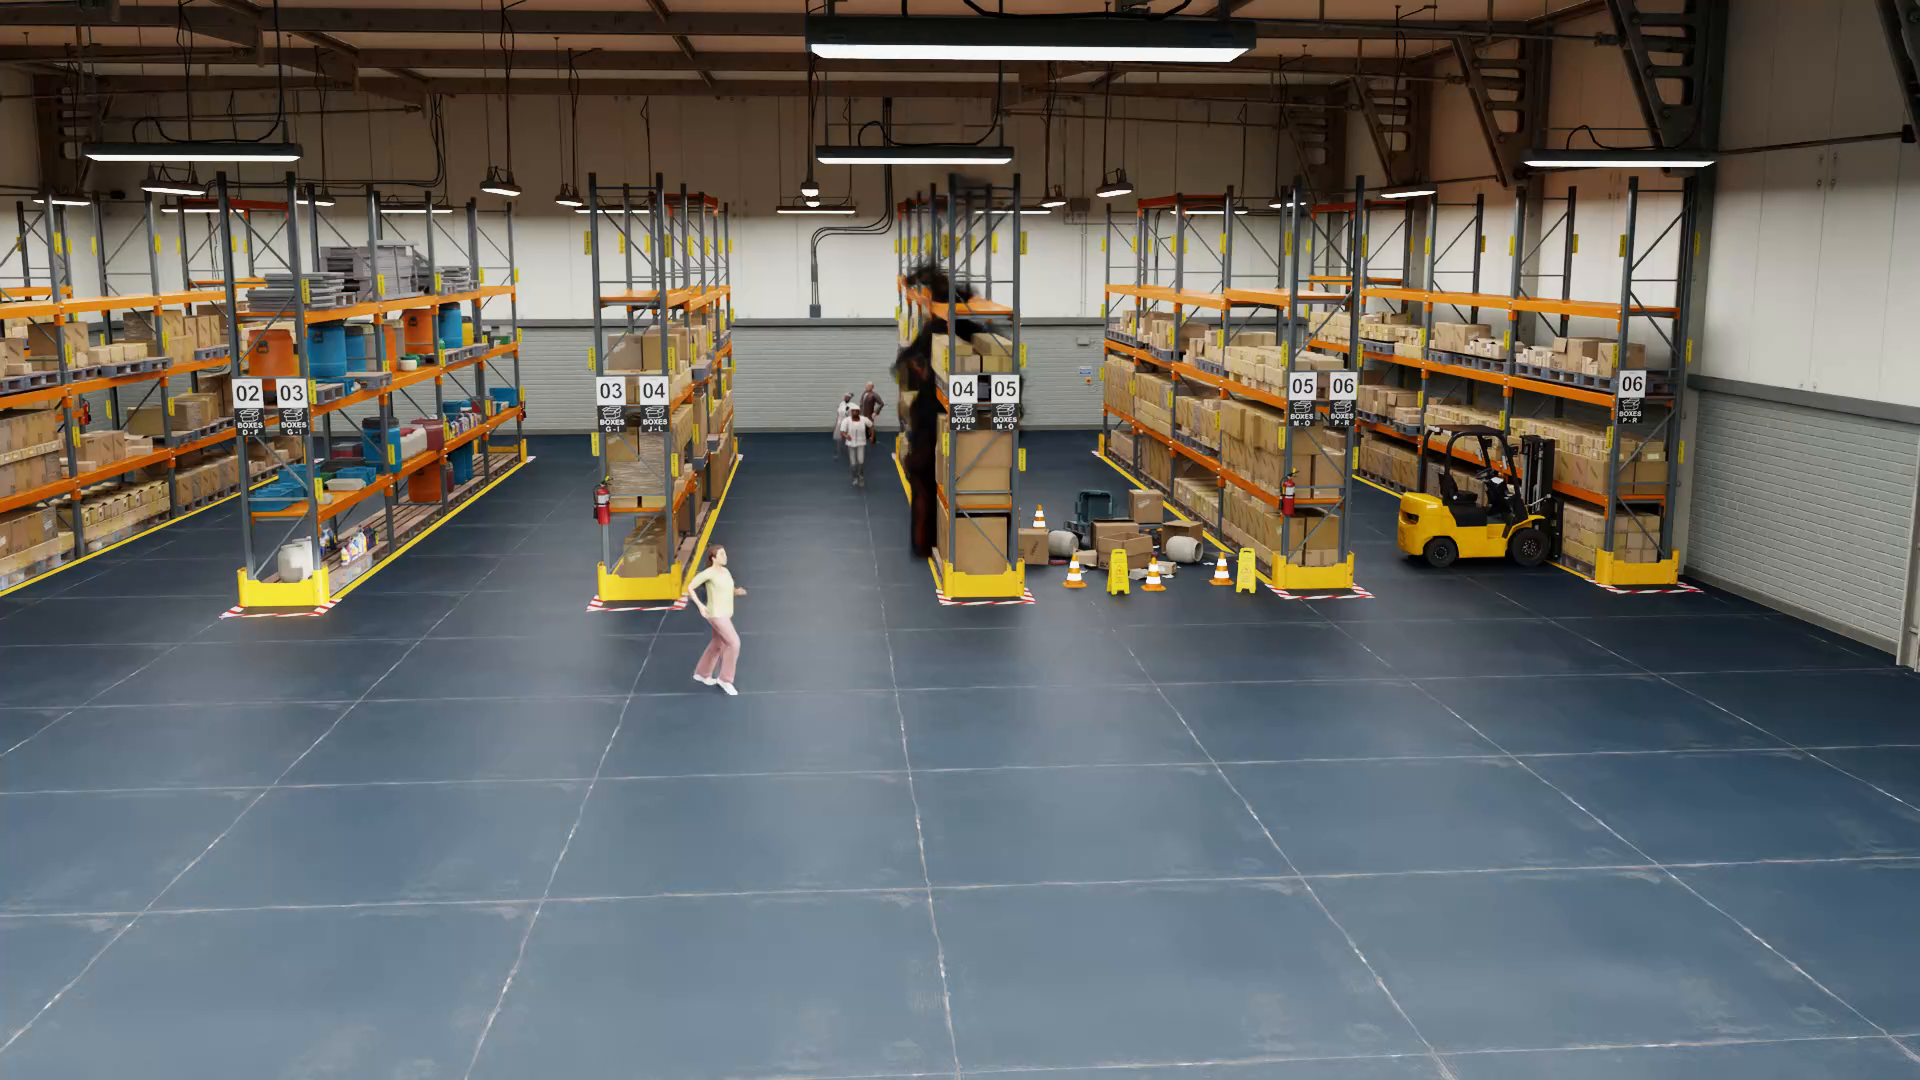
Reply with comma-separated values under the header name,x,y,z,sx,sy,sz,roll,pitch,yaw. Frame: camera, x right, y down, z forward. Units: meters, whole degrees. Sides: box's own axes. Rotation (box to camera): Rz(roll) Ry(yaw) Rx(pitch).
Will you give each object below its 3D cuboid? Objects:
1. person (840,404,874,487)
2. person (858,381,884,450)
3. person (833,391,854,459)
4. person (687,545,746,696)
name,x,y,z,sx,sy,sz,roll,pitch,yaw
person,-2.154,-1.964,34.874,0.718,1.780,0.693,0,10,-2
person,-2.260,-2.991,40.534,0.945,1.746,0.767,-8,13,-38
person,-2.765,-2.729,39.474,0.612,1.623,0.498,5,11,27
person,-2.735,0.898,18.816,0.723,1.721,0.543,3,11,19
